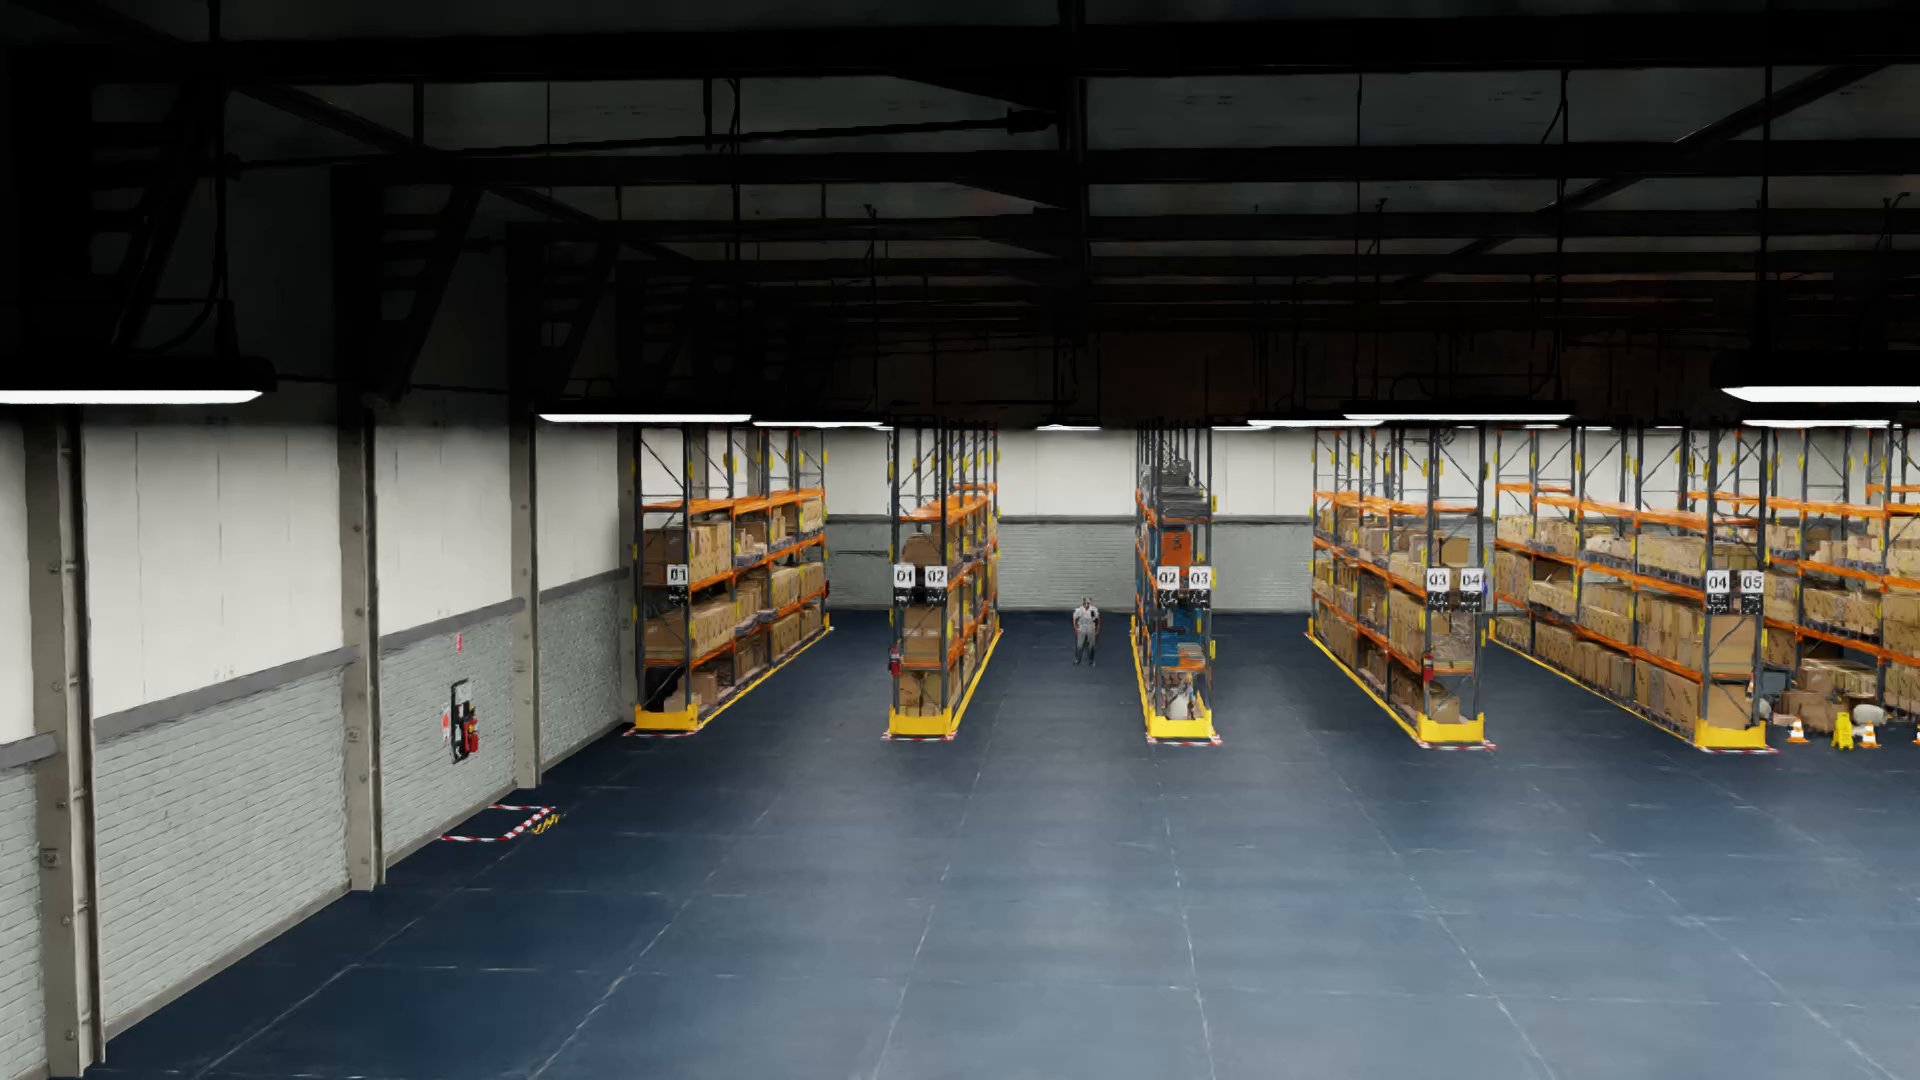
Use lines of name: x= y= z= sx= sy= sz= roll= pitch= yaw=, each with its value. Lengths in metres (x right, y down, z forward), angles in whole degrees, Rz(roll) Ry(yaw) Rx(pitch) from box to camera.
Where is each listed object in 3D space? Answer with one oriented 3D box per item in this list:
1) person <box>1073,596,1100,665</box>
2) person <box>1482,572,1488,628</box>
person: x=3.102 y=2.209 z=40.783 sx=0.682 sy=1.715 sz=0.542 roll=0 pitch=4 yaw=3
person: x=15.023 y=1.746 z=48.153 sx=0.442 sy=1.651 sz=0.628 roll=2 pitch=4 yaw=33
